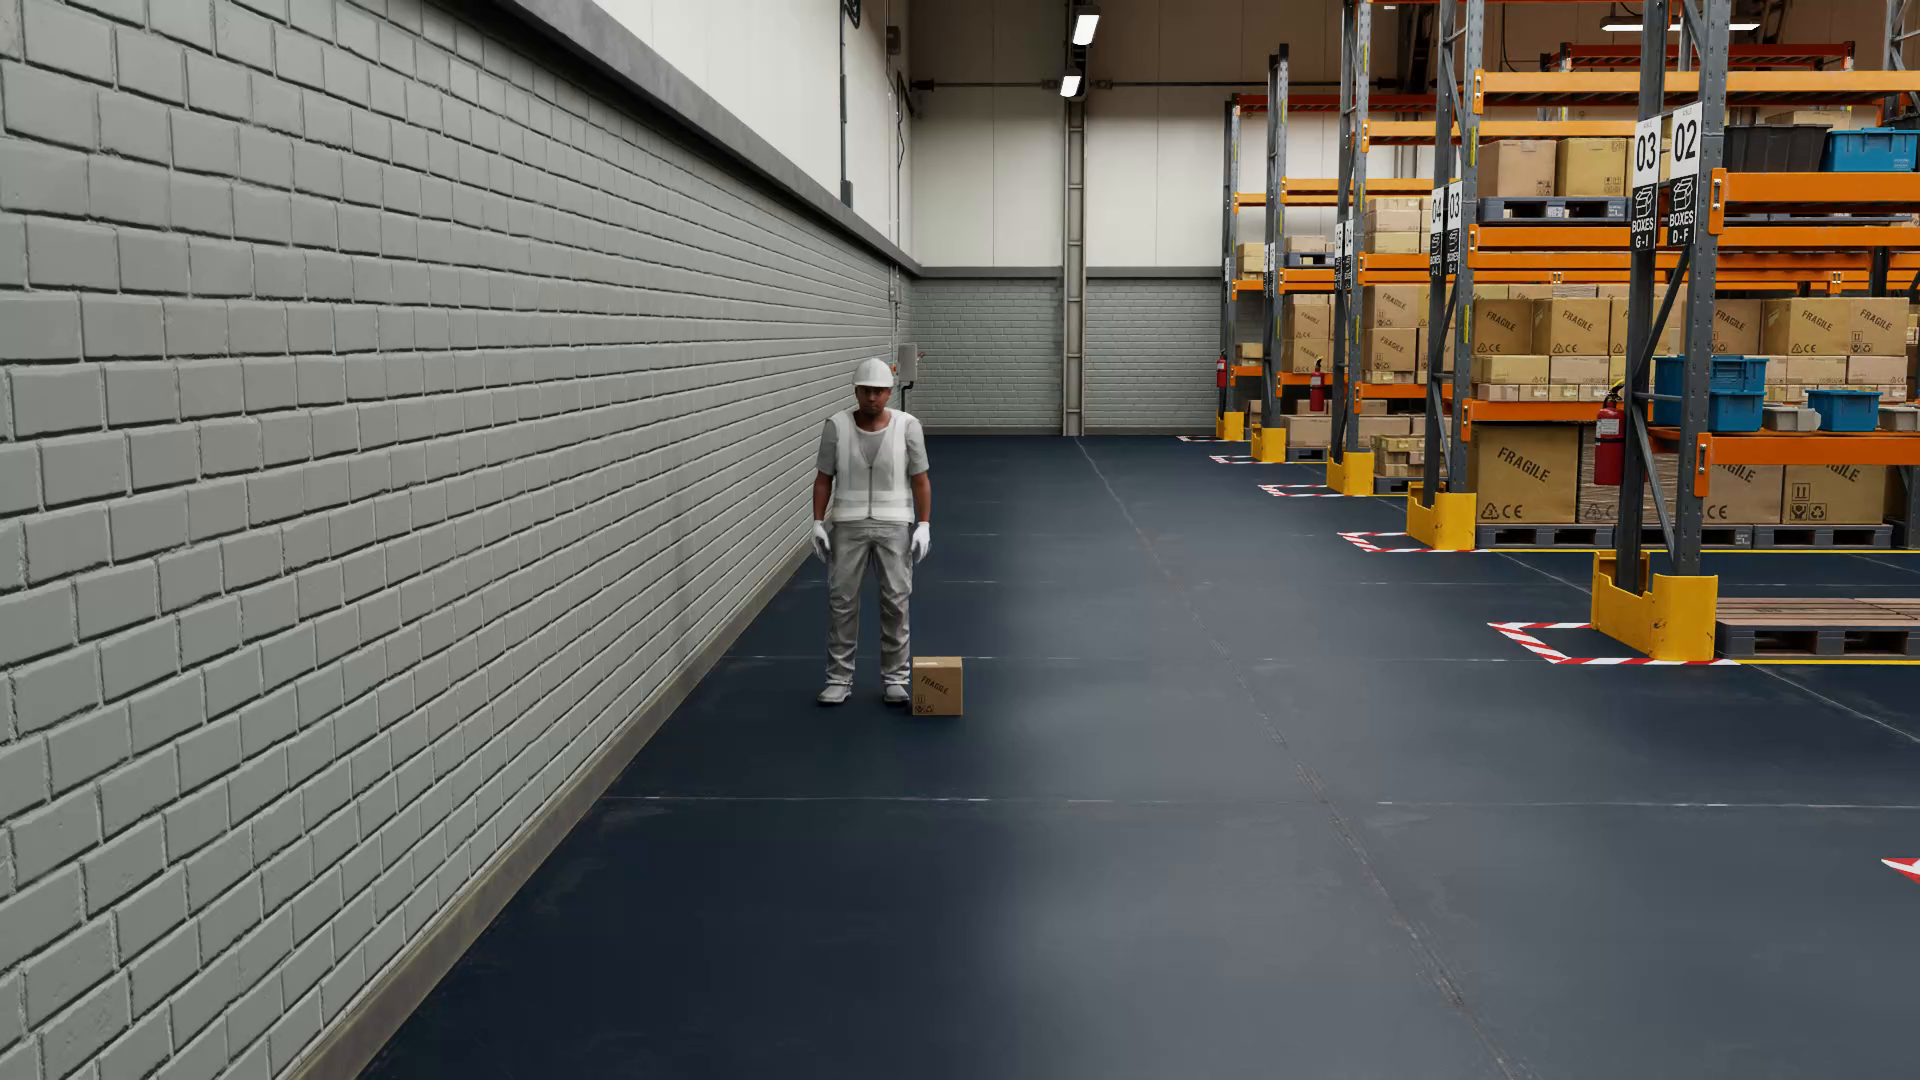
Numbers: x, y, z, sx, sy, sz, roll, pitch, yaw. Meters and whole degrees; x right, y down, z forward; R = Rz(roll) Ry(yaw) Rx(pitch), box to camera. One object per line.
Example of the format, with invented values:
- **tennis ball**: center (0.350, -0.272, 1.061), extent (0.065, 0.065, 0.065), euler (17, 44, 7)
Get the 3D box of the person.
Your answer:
- **person**: center (-0.458, -0.044, 8.563), extent (0.616, 1.774, 0.449), euler (0, 7, 1)
